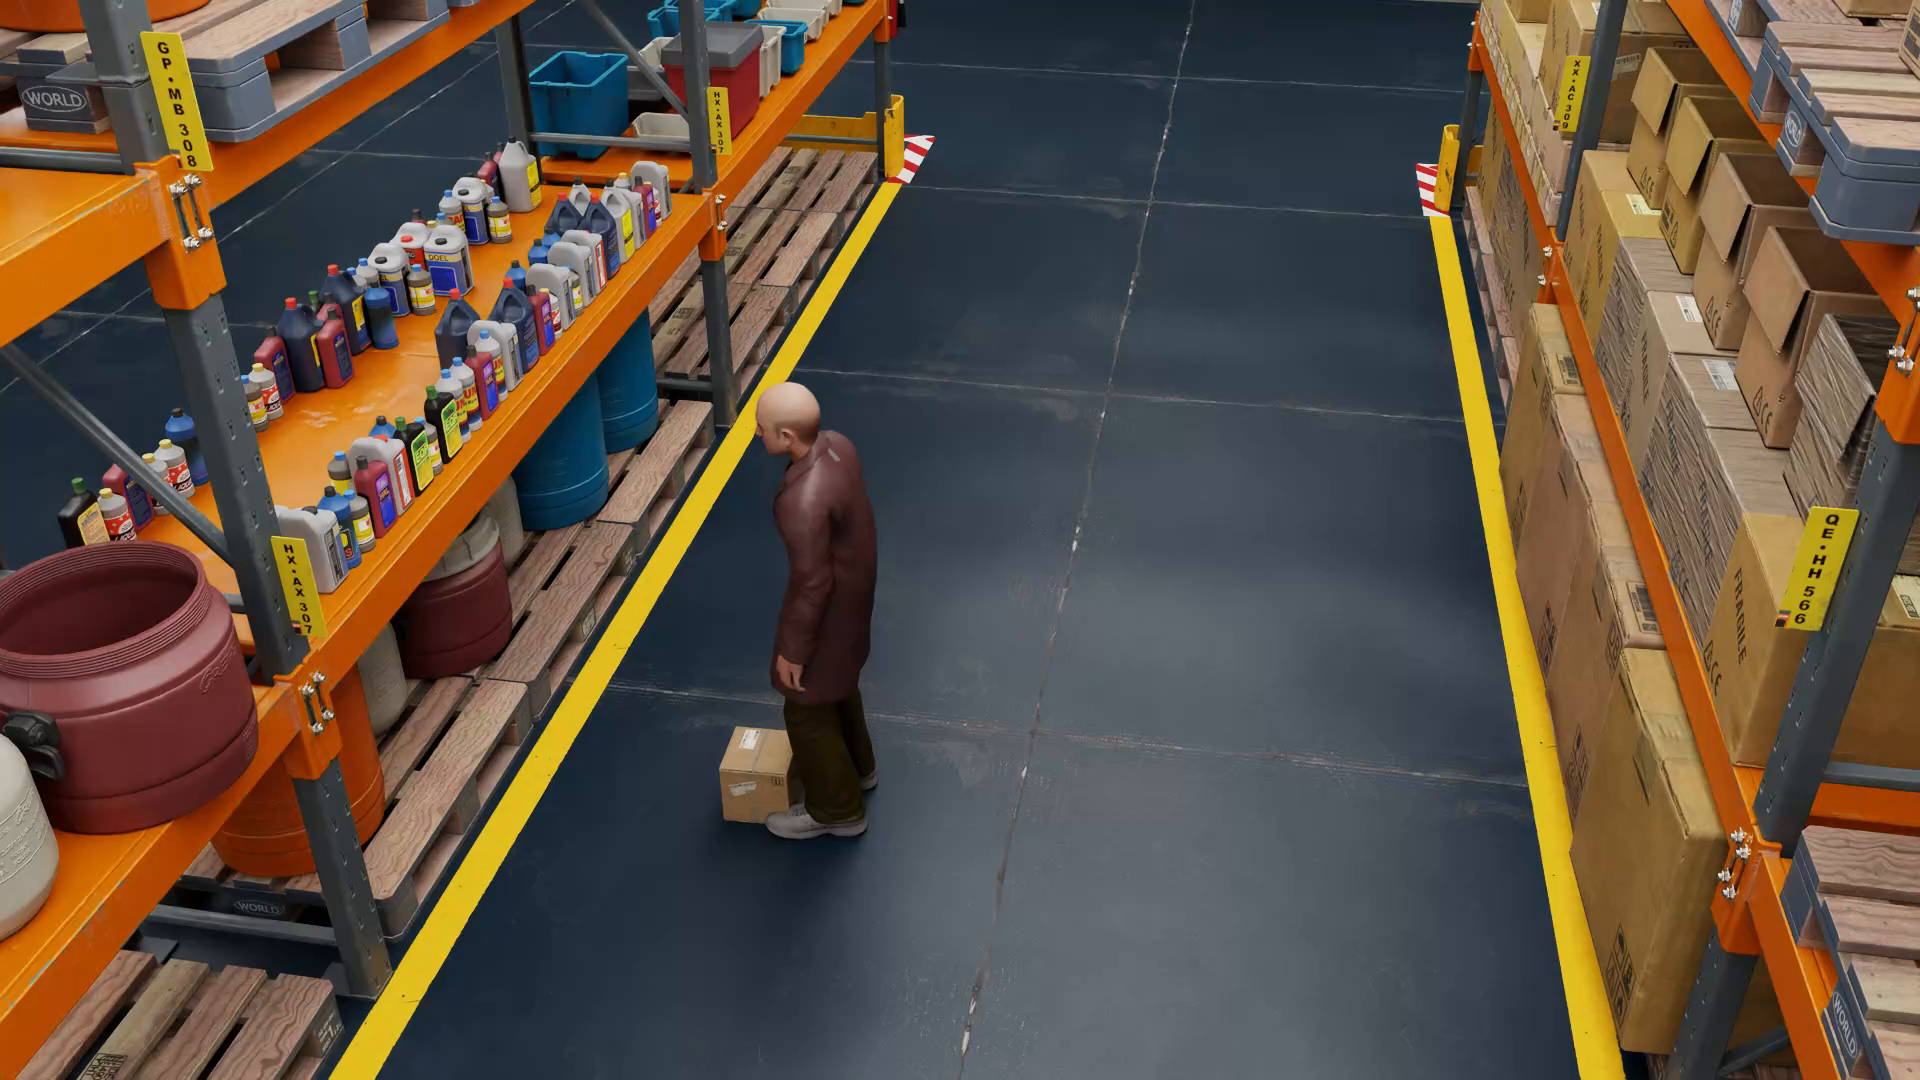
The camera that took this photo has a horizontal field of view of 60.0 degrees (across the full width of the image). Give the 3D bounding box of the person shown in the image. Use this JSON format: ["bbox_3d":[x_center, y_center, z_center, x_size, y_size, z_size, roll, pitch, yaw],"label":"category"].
[{"bbox_3d":[-0.489,0.254,5.744,0.416,1.774,0.654,5,32,7],"label":"person"}]
